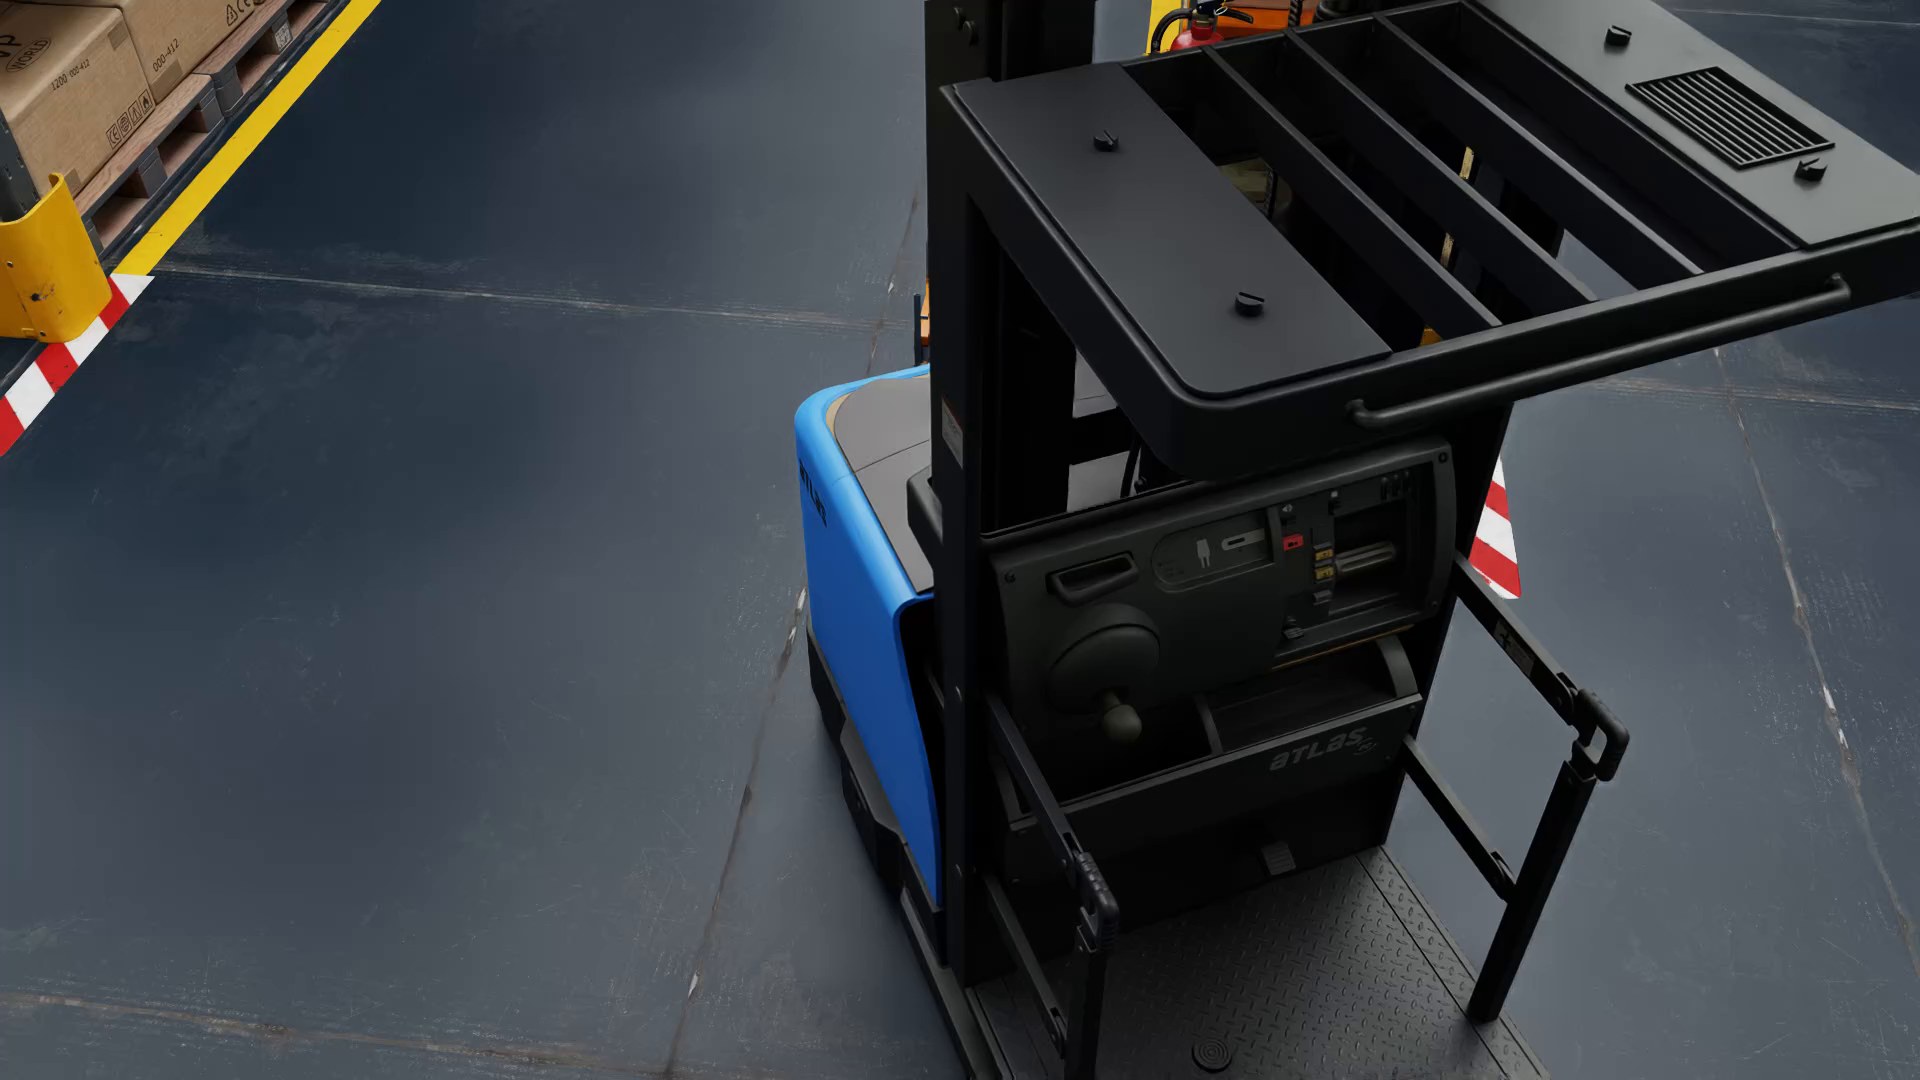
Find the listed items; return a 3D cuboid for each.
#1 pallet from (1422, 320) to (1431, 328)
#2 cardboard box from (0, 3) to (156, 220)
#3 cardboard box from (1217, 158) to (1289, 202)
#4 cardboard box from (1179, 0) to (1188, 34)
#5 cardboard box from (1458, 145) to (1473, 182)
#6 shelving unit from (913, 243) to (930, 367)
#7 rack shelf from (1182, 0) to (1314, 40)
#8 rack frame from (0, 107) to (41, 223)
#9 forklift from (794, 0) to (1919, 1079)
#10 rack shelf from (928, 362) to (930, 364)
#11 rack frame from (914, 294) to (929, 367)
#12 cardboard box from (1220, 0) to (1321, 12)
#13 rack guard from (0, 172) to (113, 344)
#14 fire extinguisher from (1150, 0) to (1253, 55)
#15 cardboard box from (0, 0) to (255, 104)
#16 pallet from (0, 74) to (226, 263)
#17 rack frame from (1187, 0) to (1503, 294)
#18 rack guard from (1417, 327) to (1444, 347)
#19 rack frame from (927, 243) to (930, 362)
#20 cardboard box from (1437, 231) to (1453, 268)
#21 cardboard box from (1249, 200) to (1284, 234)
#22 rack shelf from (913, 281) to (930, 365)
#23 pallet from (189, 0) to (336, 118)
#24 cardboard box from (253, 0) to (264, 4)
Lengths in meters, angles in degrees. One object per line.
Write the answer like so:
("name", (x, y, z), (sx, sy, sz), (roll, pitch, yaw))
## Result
("pallet", (1.320, -1.187, 6.350), (1.003, 0.211, 1.213), (5, 44, 6))
("cardboard box", (-3.764, -1.660, 6.379), (0.875, 0.438, 0.875), (4, 44, 4))
("cardboard box", (0.987, -1.315, 5.792), (0.380, 0.149, 0.250), (6, 44, 6))
("cardboard box", (1.062, -2.028, 6.545), (0.380, 0.149, 0.250), (7, 44, 7))
("cardboard box", (1.574, -1.257, 5.731), (0.380, 0.149, 0.250), (3, 44, 4))
("shelving unit", (-0.007, -0.345, 4.851), (0.215, 1.050, 0.252), (5, 44, 6))
("rack shelf", (1.432, -2.699, 6.442), (1.077, 0.370, 4.000), (5, 44, 6))
("rack frame", (-3.752, -1.979, 5.158), (1.000, 3.000, 0.127), (5, 44, 6))
("forklift", (0.586, 0.182, 2.926), (1.130, 2.935, 3.031), (-15, 45, -15))
("rack shelf", (-0.007, -0.337, 4.858), (0.215, 0.259, 0.240), (5, 44, 6))
("rack frame", (-0.023, -0.262, 4.763), (0.200, 1.050, 0.008), (5, 44, 6))
("cardboard box", (0.931, -1.754, 5.104), (0.380, 0.149, 0.250), (5, 44, 6))
("rack guard", (-3.755, -1.055, 6.000), (1.175, 0.500, 0.348), (5, 44, 6))
("fire extinguisher", (0.677, -1.304, 4.773), (0.296, 0.674, 0.183), (5, 44, 6))
("cardboard box", (-3.651, -2.284, 7.039), (0.875, 0.438, 0.875), (6, 44, 7))
("pallet", (-3.724, -1.518, 6.700), (1.003, 0.211, 1.213), (5, 44, 6))
("rack frame", (1.168, -1.598, 4.756), (1.000, 3.000, 0.127), (5, 44, 6))
("rack guard", (1.178, -0.742, 5.670), (1.175, 0.500, 0.348), (5, 44, 6))
("rack frame", (0.009, -0.428, 4.938), (0.200, 1.050, 0.008), (5, 44, 6))
("cardboard box", (1.554, -1.043, 5.938), (0.380, 0.149, 0.250), (6, 44, 6))
("cardboard box", (0.955, -1.208, 5.896), (0.380, 0.149, 0.250), (4, 44, 4))
("rack shelf", (-0.007, -0.543, 4.663), (0.215, 0.259, 0.240), (5, 44, 6))
("pallet", (-3.560, -2.347, 7.575), (1.003, 0.211, 1.213), (5, 44, 6))
("cardboard box", (-3.531, -2.899, 7.688), (0.875, 0.438, 0.875), (4, 44, 4))
